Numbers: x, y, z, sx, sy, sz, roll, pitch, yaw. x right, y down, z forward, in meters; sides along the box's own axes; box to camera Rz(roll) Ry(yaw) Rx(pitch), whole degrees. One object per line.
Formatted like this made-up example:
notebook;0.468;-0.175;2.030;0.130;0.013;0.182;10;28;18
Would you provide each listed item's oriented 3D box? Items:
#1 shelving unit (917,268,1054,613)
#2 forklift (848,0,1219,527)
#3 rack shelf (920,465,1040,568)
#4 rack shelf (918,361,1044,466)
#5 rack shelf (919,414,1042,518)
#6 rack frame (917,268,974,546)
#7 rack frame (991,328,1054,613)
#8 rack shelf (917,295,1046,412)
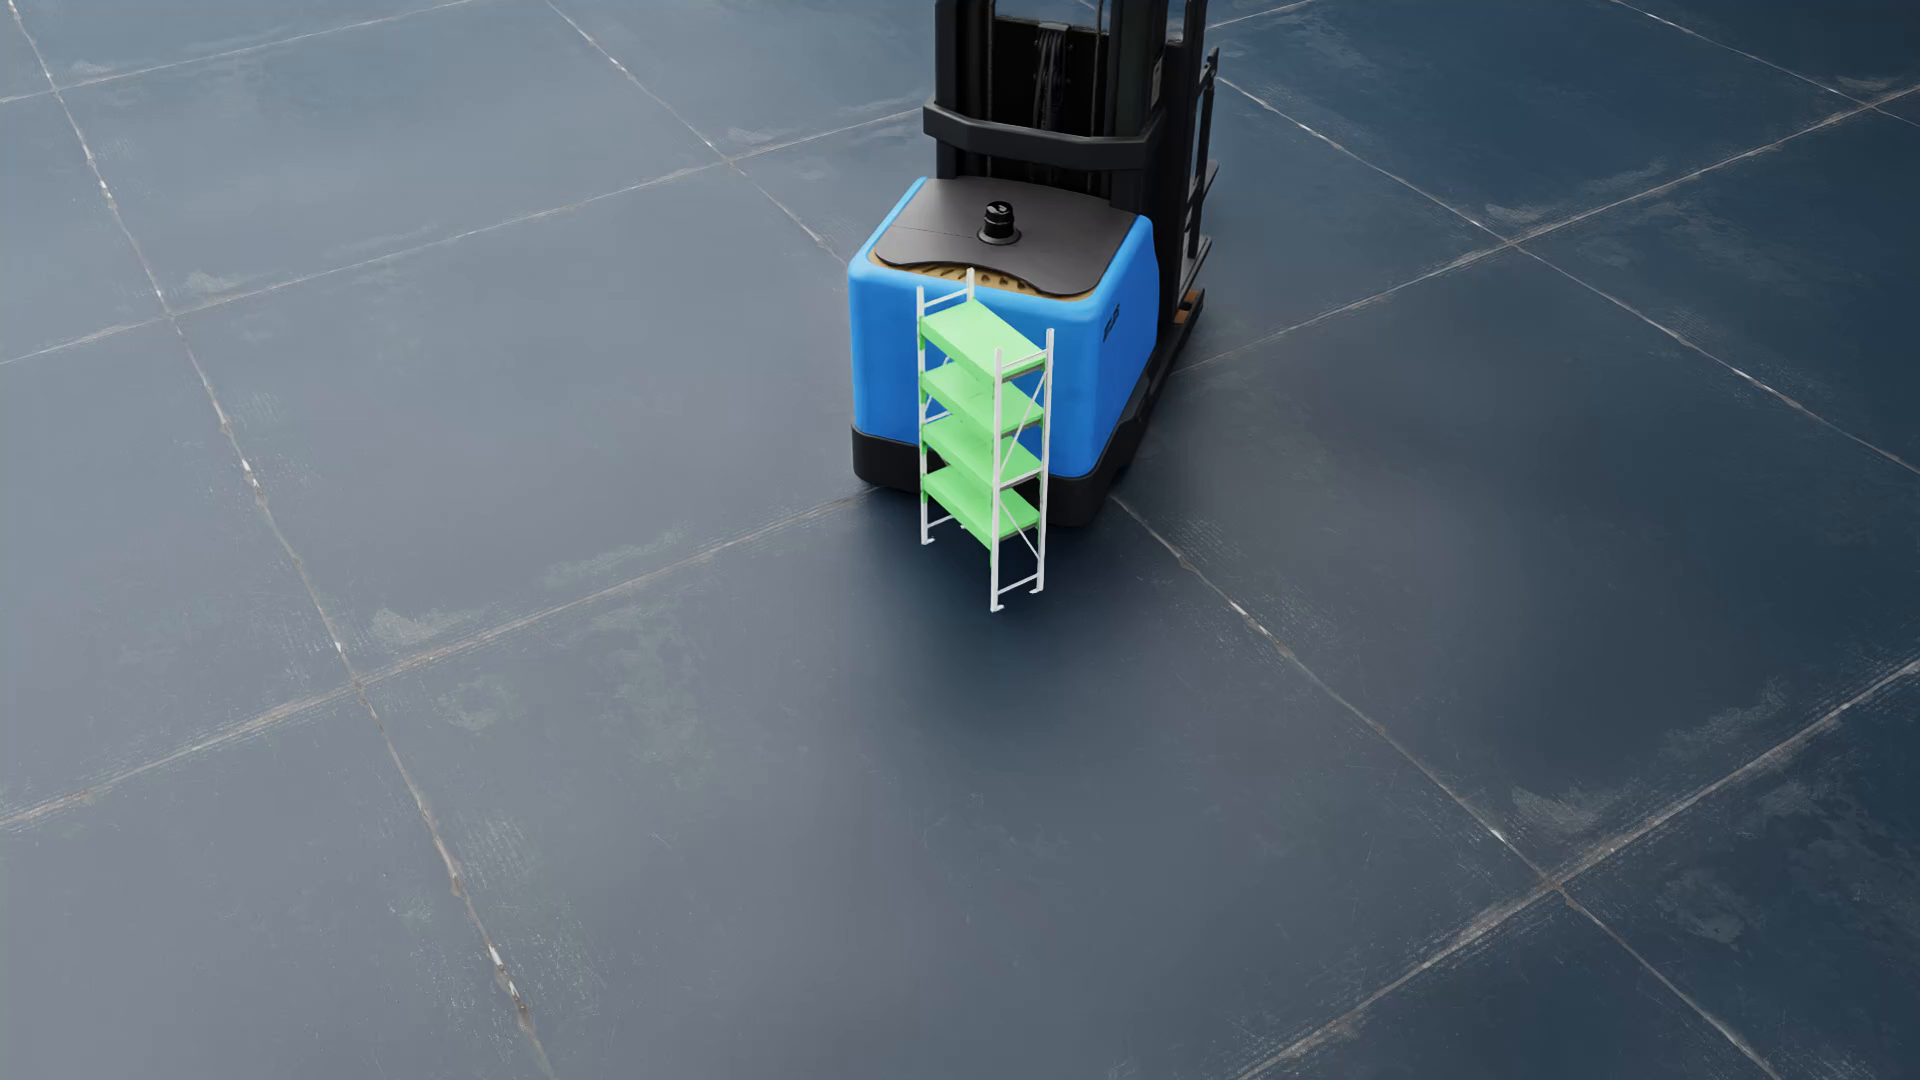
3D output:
shelving unit;0.085;-0.356;6.240;0.258;1.200;0.503;-24;45;-26
forklift;0.533;-2.129;7.016;1.130;2.935;3.031;13;42;15
rack shelf;0.085;-0.122;6.434;0.258;0.148;0.480;-24;45;-26
rack shelf;0.085;-0.491;6.127;0.258;0.148;0.480;-24;45;-26
rack shelf;0.085;-0.307;6.281;0.258;0.148;0.480;-24;45;-26
rack frame;-0.052;-0.485;6.395;0.240;1.200;0.015;-24;45;-26
rack frame;0.222;-0.227;6.085;0.240;1.200;0.015;-24;45;-26
rack shelf;0.085;-0.676;5.974;0.258;0.148;0.480;-24;45;-26
